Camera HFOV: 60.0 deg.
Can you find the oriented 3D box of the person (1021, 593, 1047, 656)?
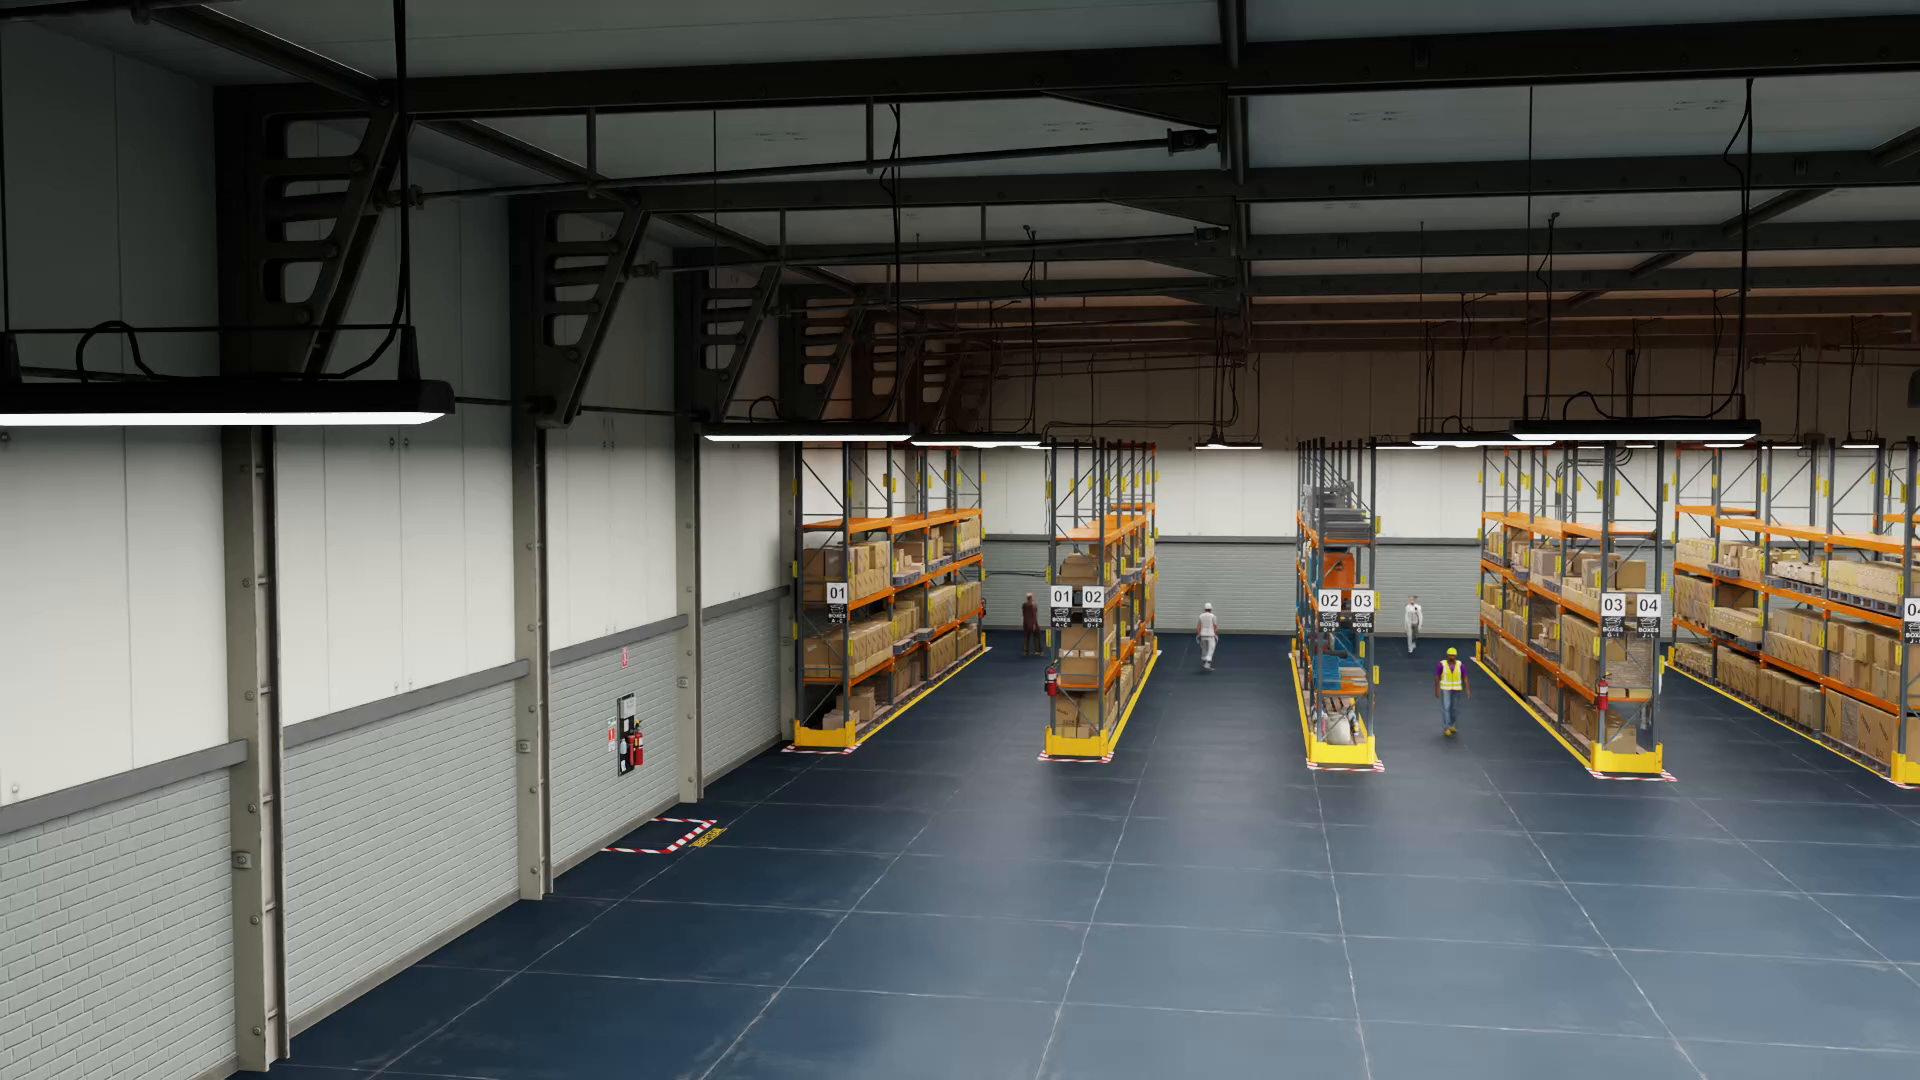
[{"bbox_3d":[1.997,2.473,46.666,0.599,1.601,0.752,3,4,41],"label":"person"}]

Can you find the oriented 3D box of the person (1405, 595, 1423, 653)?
[{"bbox_3d":[12.961,2.375,47.524,0.466,1.636,0.852,0,3,8],"label":"person"}]

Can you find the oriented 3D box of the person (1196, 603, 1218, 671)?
[{"bbox_3d":[6.494,2.537,43.602,0.562,1.789,0.780,2,3,28],"label":"person"}]

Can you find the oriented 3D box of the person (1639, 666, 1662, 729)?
[{"bbox_3d":[14.295,3.070,34.563,0.539,1.698,0.599,1,3,21],"label":"person"}]

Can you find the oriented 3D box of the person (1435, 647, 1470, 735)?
[{"bbox_3d":[9.983,3.048,33.682,0.638,1.744,0.811,0,3,5],"label":"person"}]
